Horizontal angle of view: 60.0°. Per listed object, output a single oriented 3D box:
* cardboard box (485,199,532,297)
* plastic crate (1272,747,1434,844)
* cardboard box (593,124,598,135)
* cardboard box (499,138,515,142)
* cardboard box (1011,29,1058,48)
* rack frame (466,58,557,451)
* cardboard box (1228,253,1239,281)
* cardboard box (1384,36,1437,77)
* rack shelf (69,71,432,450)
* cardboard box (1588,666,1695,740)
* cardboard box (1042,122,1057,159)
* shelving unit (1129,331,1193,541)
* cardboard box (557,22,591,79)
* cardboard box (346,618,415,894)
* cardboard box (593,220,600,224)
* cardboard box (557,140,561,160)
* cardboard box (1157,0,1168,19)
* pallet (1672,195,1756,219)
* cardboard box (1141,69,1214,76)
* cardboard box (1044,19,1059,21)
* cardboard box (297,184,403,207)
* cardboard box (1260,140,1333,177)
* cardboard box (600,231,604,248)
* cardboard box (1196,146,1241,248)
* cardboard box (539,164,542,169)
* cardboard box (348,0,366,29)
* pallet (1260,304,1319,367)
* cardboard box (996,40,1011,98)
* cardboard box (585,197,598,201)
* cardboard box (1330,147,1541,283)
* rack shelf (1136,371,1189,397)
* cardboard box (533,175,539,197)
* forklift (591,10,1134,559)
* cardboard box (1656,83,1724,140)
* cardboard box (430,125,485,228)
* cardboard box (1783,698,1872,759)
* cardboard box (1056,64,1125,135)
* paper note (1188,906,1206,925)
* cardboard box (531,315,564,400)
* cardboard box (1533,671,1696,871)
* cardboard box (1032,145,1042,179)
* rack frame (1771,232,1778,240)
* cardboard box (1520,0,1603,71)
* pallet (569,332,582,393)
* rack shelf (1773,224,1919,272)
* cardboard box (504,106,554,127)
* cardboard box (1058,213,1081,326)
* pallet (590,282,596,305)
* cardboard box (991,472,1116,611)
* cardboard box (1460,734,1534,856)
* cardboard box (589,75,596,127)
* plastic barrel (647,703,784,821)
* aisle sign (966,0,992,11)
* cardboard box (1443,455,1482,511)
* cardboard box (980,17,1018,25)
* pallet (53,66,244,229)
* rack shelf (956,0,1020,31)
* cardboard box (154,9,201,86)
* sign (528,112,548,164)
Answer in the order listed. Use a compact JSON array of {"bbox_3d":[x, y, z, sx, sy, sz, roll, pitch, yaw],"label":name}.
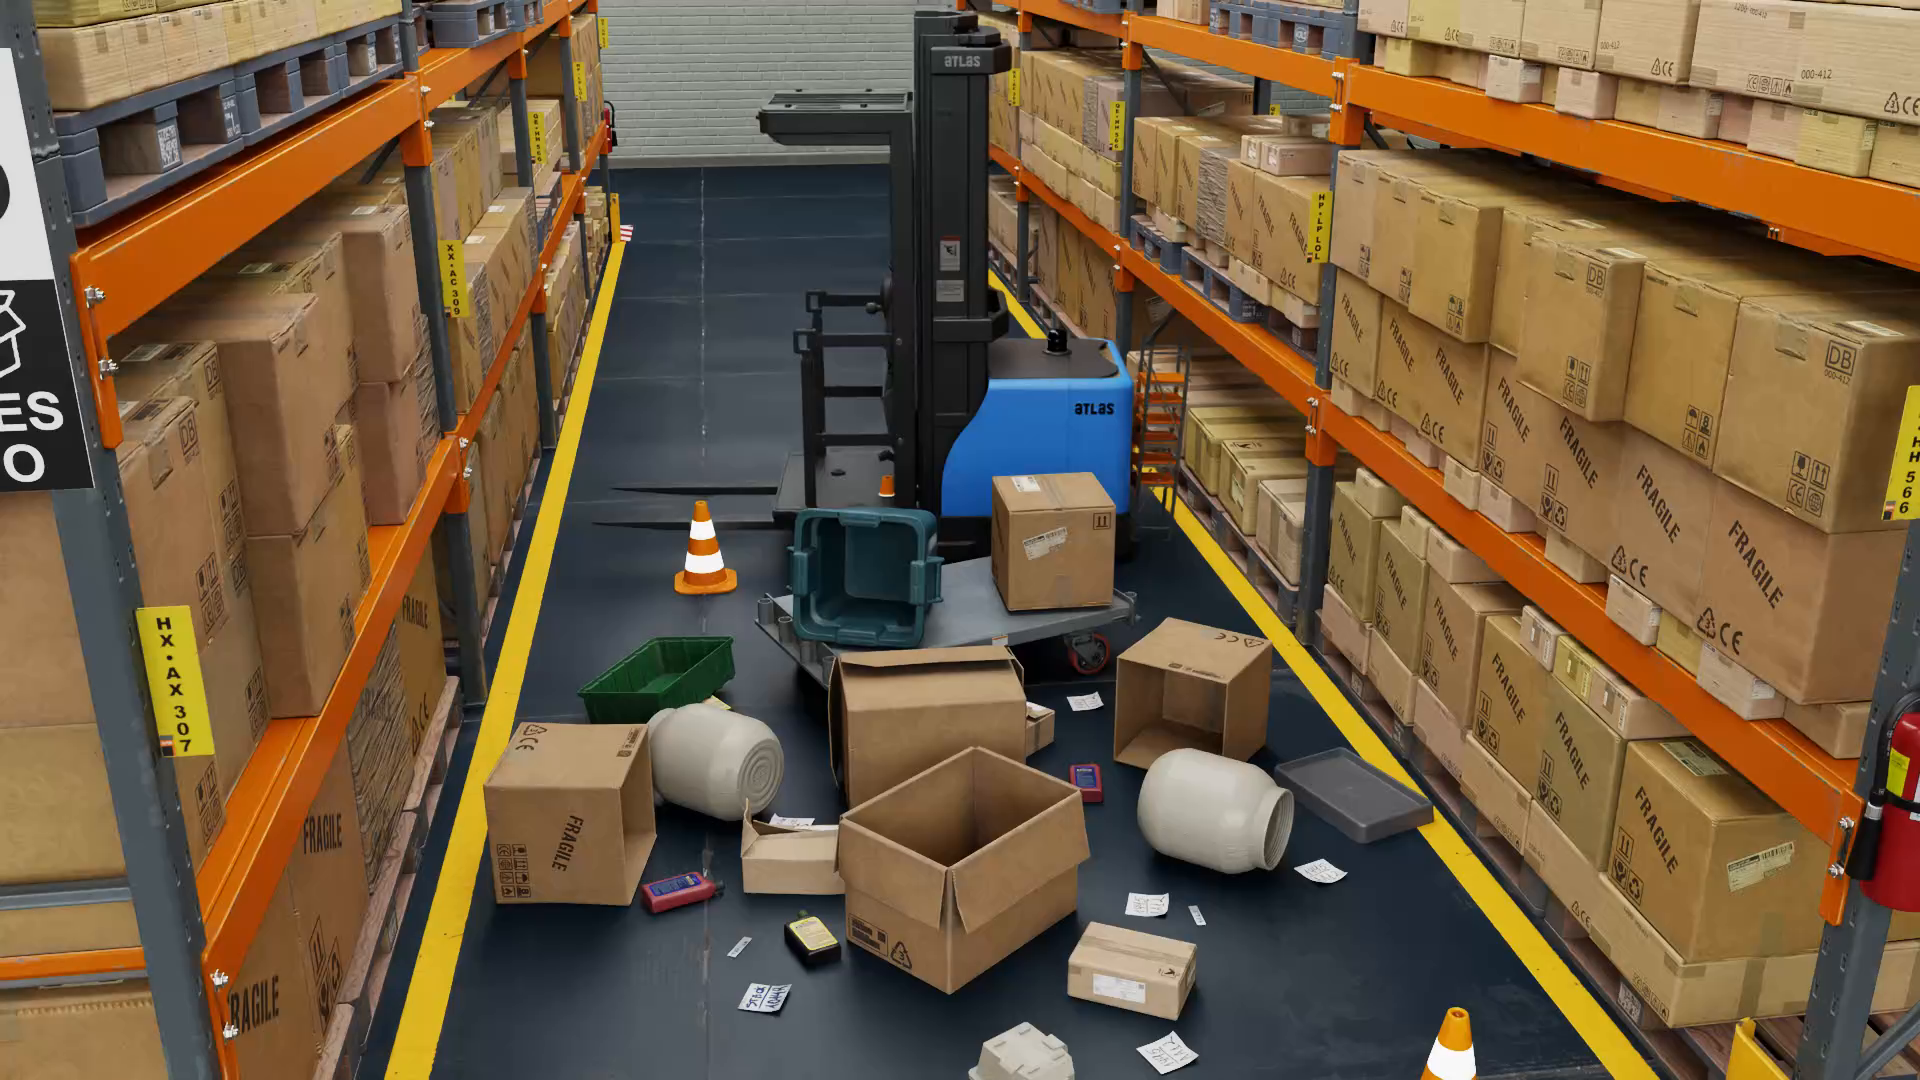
[{"bbox_3d":[-2.866,-1.749,9.968,0.500,0.500,0.500,-3,21,-8],"label":"cardboard box"},{"bbox_3d":[1.608,1.036,6.828,0.402,0.080,0.583,-11,23,-26],"label":"plastic crate"},{"bbox_3d":[-3.984,-4.309,17.326,0.380,0.149,0.250,-2,21,-6],"label":"cardboard box"},{"bbox_3d":[-3.215,-2.723,11.627,0.380,0.149,0.250,-3,21,-8],"label":"cardboard box"},{"bbox_3d":[0.681,-4.596,15.236,0.380,0.149,0.250,-3,21,-9],"label":"cardboard box"},{"bbox_3d":[-3.267,-2.017,10.829,1.000,3.000,0.127,-3,21,-8],"label":"rack frame"},{"bbox_3d":[1.713,-1.514,9.241,0.380,0.149,0.250,-3,21,-8],"label":"cardboard box"},{"bbox_3d":[1.975,-1.990,6.830,0.380,0.149,0.250,-3,21,-8],"label":"cardboard box"},{"bbox_3d":[-2.402,-1.008,4.868,1.077,0.370,4.000,-3,21,-8],"label":"rack shelf"},{"bbox_3d":[2.277,0.516,5.377,0.380,0.149,0.250,-2,21,-6],"label":"cardboard box"},{"bbox_3d":[0.974,-3.329,13.841,0.500,0.250,0.500,-3,21,-7],"label":"cardboard box"},{"bbox_3d":[1.133,-0.590,9.562,0.258,1.200,0.189,0,20,-9],"label":"shelving unit"},{"bbox_3d":[-3.872,-4.758,16.170,0.500,0.500,0.500,-4,21,-10],"label":"cardboard box"},{"bbox_3d":[-2.536,0.700,5.992,0.875,0.875,0.875,-3,21,-7],"label":"cardboard box"},{"bbox_3d":[-3.879,-3.171,16.968,0.380,0.149,0.250,-2,21,-5],"label":"cardboard box"},{"bbox_3d":[-3.553,-3.264,13.926,0.380,0.149,0.250,-3,21,-7],"label":"cardboard box"},{"bbox_3d":[1.494,-3.472,10.796,0.380,0.149,0.250,-3,21,-8],"label":"cardboard box"},{"bbox_3d":[6.361,-2.695,12.918,1.213,0.211,1.003,-3,21,-8],"label":"pallet"},{"bbox_3d":[1.647,-3.351,12.829,0.500,0.500,0.500,-2,21,-6],"label":"cardboard box"},{"bbox_3d":[1.050,-5.156,16.736,0.380,0.149,0.250,-3,21,-8],"label":"cardboard box"},{"bbox_3d":[-2.671,-1.079,6.559,0.875,0.550,0.550,-3,21,-8],"label":"cardboard box"},{"bbox_3d":[1.791,-1.990,8.661,0.380,0.149,0.250,-4,21,-9],"label":"cardboard box"},{"bbox_3d":[-3.901,-3.127,17.275,0.380,0.149,0.250,-4,21,-10],"label":"cardboard box"},{"bbox_3d":[1.682,-1.980,9.562,0.500,0.500,0.500,-4,21,-10],"label":"cardboard box"},{"bbox_3d":[-3.325,-2.859,12.417,0.380,0.149,0.250,-3,21,-8],"label":"cardboard box"},{"bbox_3d":[-2.210,-1.788,5.545,0.380,0.149,0.250,-3,21,-8],"label":"cardboard box"},{"bbox_3d":[2.227,-1.099,8.645,1.003,0.211,1.213,-3,21,-8],"label":"pallet"},{"bbox_3d":[0.634,-4.527,15.979,0.500,0.500,0.500,-3,21,-9],"label":"cardboard box"},{"bbox_3d":[-3.976,-3.490,17.398,0.380,0.149,0.250,-4,21,-10],"label":"cardboard box"},{"bbox_3d":[2.042,-1.408,7.202,0.700,0.500,0.500,-3,21,-8],"label":"cardboard box"},{"bbox_3d":[1.151,-0.886,9.454,0.258,0.103,0.180,0,20,-9],"label":"rack shelf"},{"bbox_3d":[-3.250,-2.541,11.991,0.380,0.149,0.250,-2,21,-5],"label":"cardboard box"},{"bbox_3d":[-0.566,-1.390,9.248,3.031,2.935,1.130,0,20,-1],"label":"forklift"},{"bbox_3d":[2.315,-1.282,4.933,0.380,0.149,0.250,-3,21,-8],"label":"cardboard box"},{"bbox_3d":[-3.062,-2.024,9.275,0.700,0.500,0.500,-3,21,-9],"label":"cardboard box"},{"bbox_3d":[2.504,0.467,4.537,0.380,0.149,0.250,-2,21,-6],"label":"cardboard box"},{"bbox_3d":[1.070,-3.508,13.249,0.500,0.500,0.500,-3,21,-9],"label":"cardboard box"},{"bbox_3d":[0.862,1.365,6.048,0.032,0.001,0.123,-3,21,-8],"label":"paper note"},{"bbox_3d":[-3.117,-1.301,11.883,0.500,0.500,0.500,-4,21,-10],"label":"cardboard box"},{"bbox_3d":[2.318,0.764,5.643,0.500,0.500,0.500,-2,21,-6],"label":"cardboard box"},{"bbox_3d":[0.918,-3.272,14.403,0.500,0.250,0.500,-3,21,-9],"label":"cardboard box"},{"bbox_3d":[6.528,-2.553,12.265,1.000,3.000,0.127,-3,21,-8],"label":"rack frame"},{"bbox_3d":[2.203,-1.698,5.477,0.500,0.250,0.500,-3,21,-7],"label":"cardboard box"},{"bbox_3d":[-3.551,-1.403,13.170,1.003,0.211,1.213,-3,21,-8],"label":"pallet"},{"bbox_3d":[6.816,-1.524,10.537,1.077,0.370,4.000,-3,21,-8],"label":"rack shelf"},{"bbox_3d":[-3.518,-3.448,13.569,0.380,0.149,0.250,-4,21,-9],"label":"cardboard box"},{"bbox_3d":[1.346,-2.365,14.198,0.875,0.875,0.875,-2,21,-6],"label":"cardboard box"},{"bbox_3d":[-3.976,-2.326,15.643,1.003,0.211,1.213,-3,21,-8],"label":"pallet"},{"bbox_3d":[0.436,0.000,7.920,0.500,0.500,0.500,-3,21,-8],"label":"cardboard box"},{"bbox_3d":[2.239,0.933,6.262,0.500,0.250,0.500,-4,21,-10],"label":"cardboard box"},{"bbox_3d":[-3.888,-4.304,16.384,0.500,0.500,0.500,-2,21,-5],"label":"cardboard box"},{"bbox_3d":[-1.009,0.890,6.728,0.512,0.421,0.421,12,24,30],"label":"plastic barrel"},{"bbox_3d":[0.166,-6.300,18.580,0.394,0.787,0.004,-3,21,-8],"label":"aisle sign"},{"bbox_3d":[2.096,-0.230,6.405,0.380,0.149,0.250,-3,21,-7],"label":"cardboard box"},{"bbox_3d":[0.413,-5.304,17.131,0.380,0.149,0.250,-3,21,-7],"label":"cardboard box"},{"bbox_3d":[-2.231,-0.867,3.590,1.003,0.211,1.213,-3,21,-8],"label":"pallet"},{"bbox_3d":[0.752,-5.447,16.755,1.077,0.370,4.000,-3,21,-8],"label":"rack shelf"},{"bbox_3d":[-1.919,-1.088,3.671,0.380,0.149,0.250,-3,21,-8],"label":"cardboard box"},{"bbox_3d":[-2.718,-2.589,10.705,0.100,0.325,0.005,-3,21,-8],"label":"sign"}]
